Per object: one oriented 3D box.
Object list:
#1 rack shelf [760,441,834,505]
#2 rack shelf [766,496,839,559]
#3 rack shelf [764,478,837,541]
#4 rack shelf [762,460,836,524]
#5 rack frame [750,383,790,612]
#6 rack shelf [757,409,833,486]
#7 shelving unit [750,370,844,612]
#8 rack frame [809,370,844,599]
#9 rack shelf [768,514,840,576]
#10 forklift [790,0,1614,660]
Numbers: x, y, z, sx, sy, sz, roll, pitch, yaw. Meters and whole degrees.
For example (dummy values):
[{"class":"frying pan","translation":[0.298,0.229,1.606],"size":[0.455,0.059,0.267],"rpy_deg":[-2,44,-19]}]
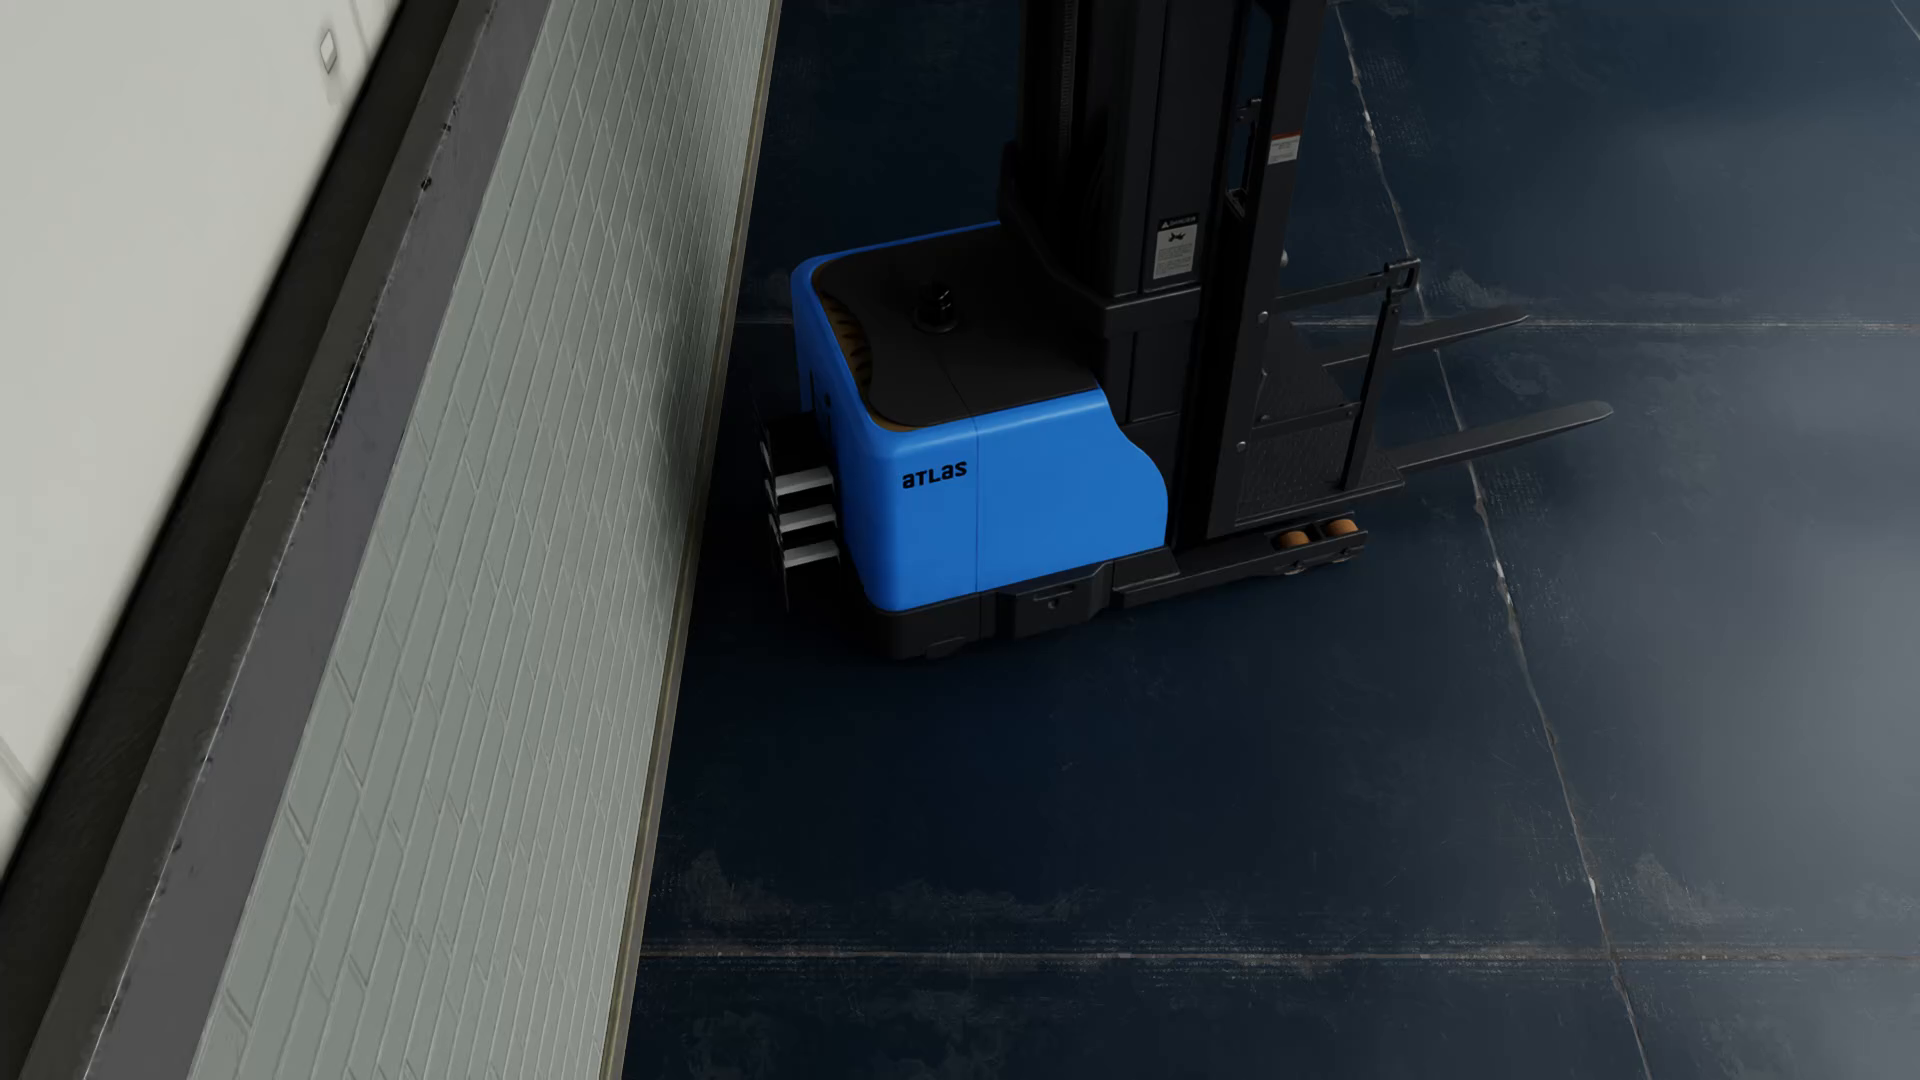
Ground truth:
[{"class":"rack shelf","translation":[-0.559,-0.252,5.670],"size":[0.200,0.077,0.258],"rpy_deg":[-14,49,-12]},{"class":"rack shelf","translation":[-0.559,-0.068,5.867],"size":[0.200,0.077,0.258],"rpy_deg":[-14,49,-12]},{"class":"rack shelf","translation":[-0.559,-0.130,5.801],"size":[0.200,0.077,0.258],"rpy_deg":[-14,49,-12]},{"class":"rack shelf","translation":[-0.559,-0.191,5.735],"size":[0.200,0.077,0.258],"rpy_deg":[-14,49,-12]},{"class":"rack frame","translation":[-0.656,-0.129,5.755],"size":[0.006,0.900,0.240],"rpy_deg":[-14,49,-12]},{"class":"rack shelf","translation":[-0.559,-0.313,5.604],"size":[0.200,0.077,0.258],"rpy_deg":[-14,49,-12]},{"class":"shelving unit","translation":[-0.559,-0.152,5.777],"size":[0.210,0.900,0.258],"rpy_deg":[-14,49,-12]},{"class":"rack frame","translation":[-0.463,-0.176,5.799],"size":[0.006,0.900,0.240],"rpy_deg":[-14,49,-12]},{"class":"rack shelf","translation":[-0.559,-0.007,5.933],"size":[0.200,0.077,0.258],"rpy_deg":[-14,49,-12]},{"class":"forklift","translation":[0.981,-1.226,5.389],"size":[3.031,2.935,1.130],"rpy_deg":[-14,49,-12]}]
